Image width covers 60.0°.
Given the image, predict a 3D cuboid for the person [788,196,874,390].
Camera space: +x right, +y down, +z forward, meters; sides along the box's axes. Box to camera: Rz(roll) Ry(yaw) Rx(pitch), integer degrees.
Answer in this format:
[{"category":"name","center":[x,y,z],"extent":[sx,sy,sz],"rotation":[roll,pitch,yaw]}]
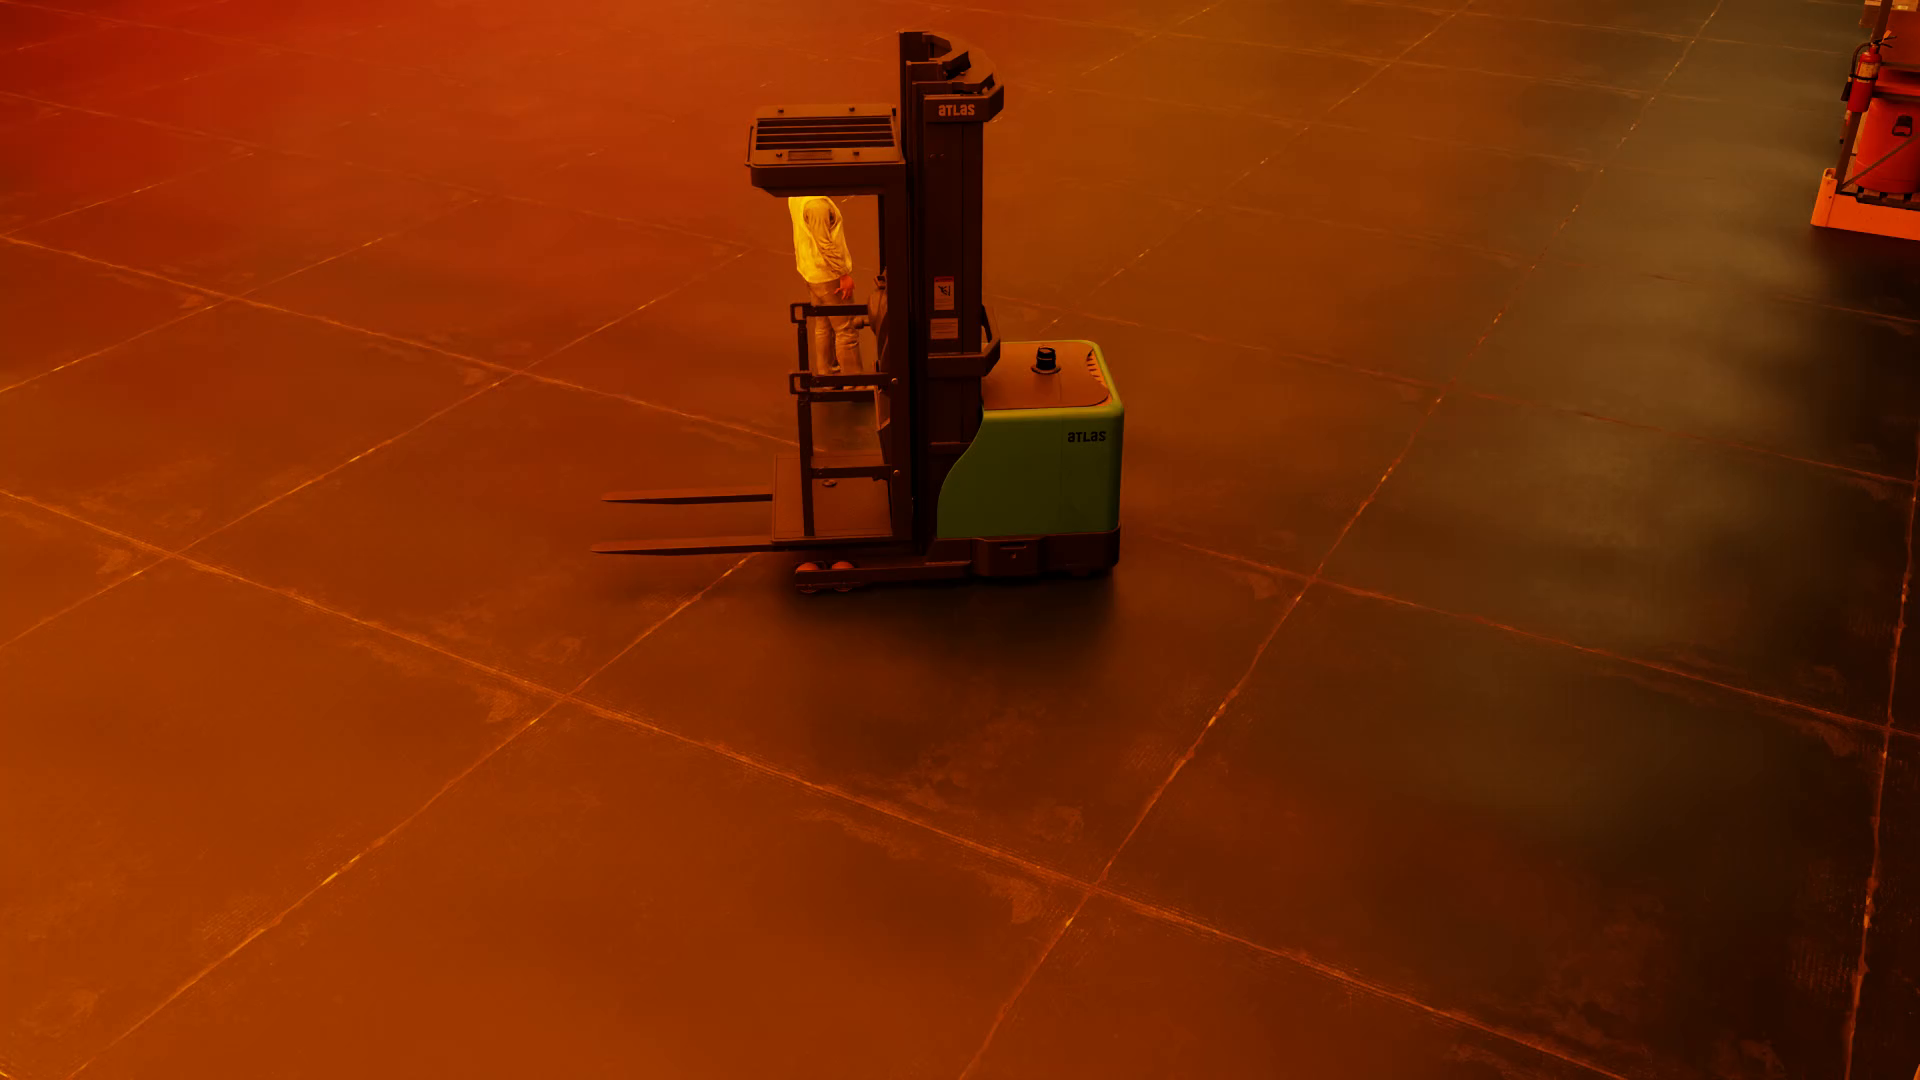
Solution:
[{"category":"person","center":[-0.852,-1.859,11.435],"extent":[0.566,1.776,0.633],"rotation":[-12,32,-20]}]

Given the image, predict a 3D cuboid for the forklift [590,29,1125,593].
[{"category":"forklift","center":[-0.623,-1.244,9.226],"extent":[3.031,2.935,1.130],"rotation":[-2,30,-4]}]
